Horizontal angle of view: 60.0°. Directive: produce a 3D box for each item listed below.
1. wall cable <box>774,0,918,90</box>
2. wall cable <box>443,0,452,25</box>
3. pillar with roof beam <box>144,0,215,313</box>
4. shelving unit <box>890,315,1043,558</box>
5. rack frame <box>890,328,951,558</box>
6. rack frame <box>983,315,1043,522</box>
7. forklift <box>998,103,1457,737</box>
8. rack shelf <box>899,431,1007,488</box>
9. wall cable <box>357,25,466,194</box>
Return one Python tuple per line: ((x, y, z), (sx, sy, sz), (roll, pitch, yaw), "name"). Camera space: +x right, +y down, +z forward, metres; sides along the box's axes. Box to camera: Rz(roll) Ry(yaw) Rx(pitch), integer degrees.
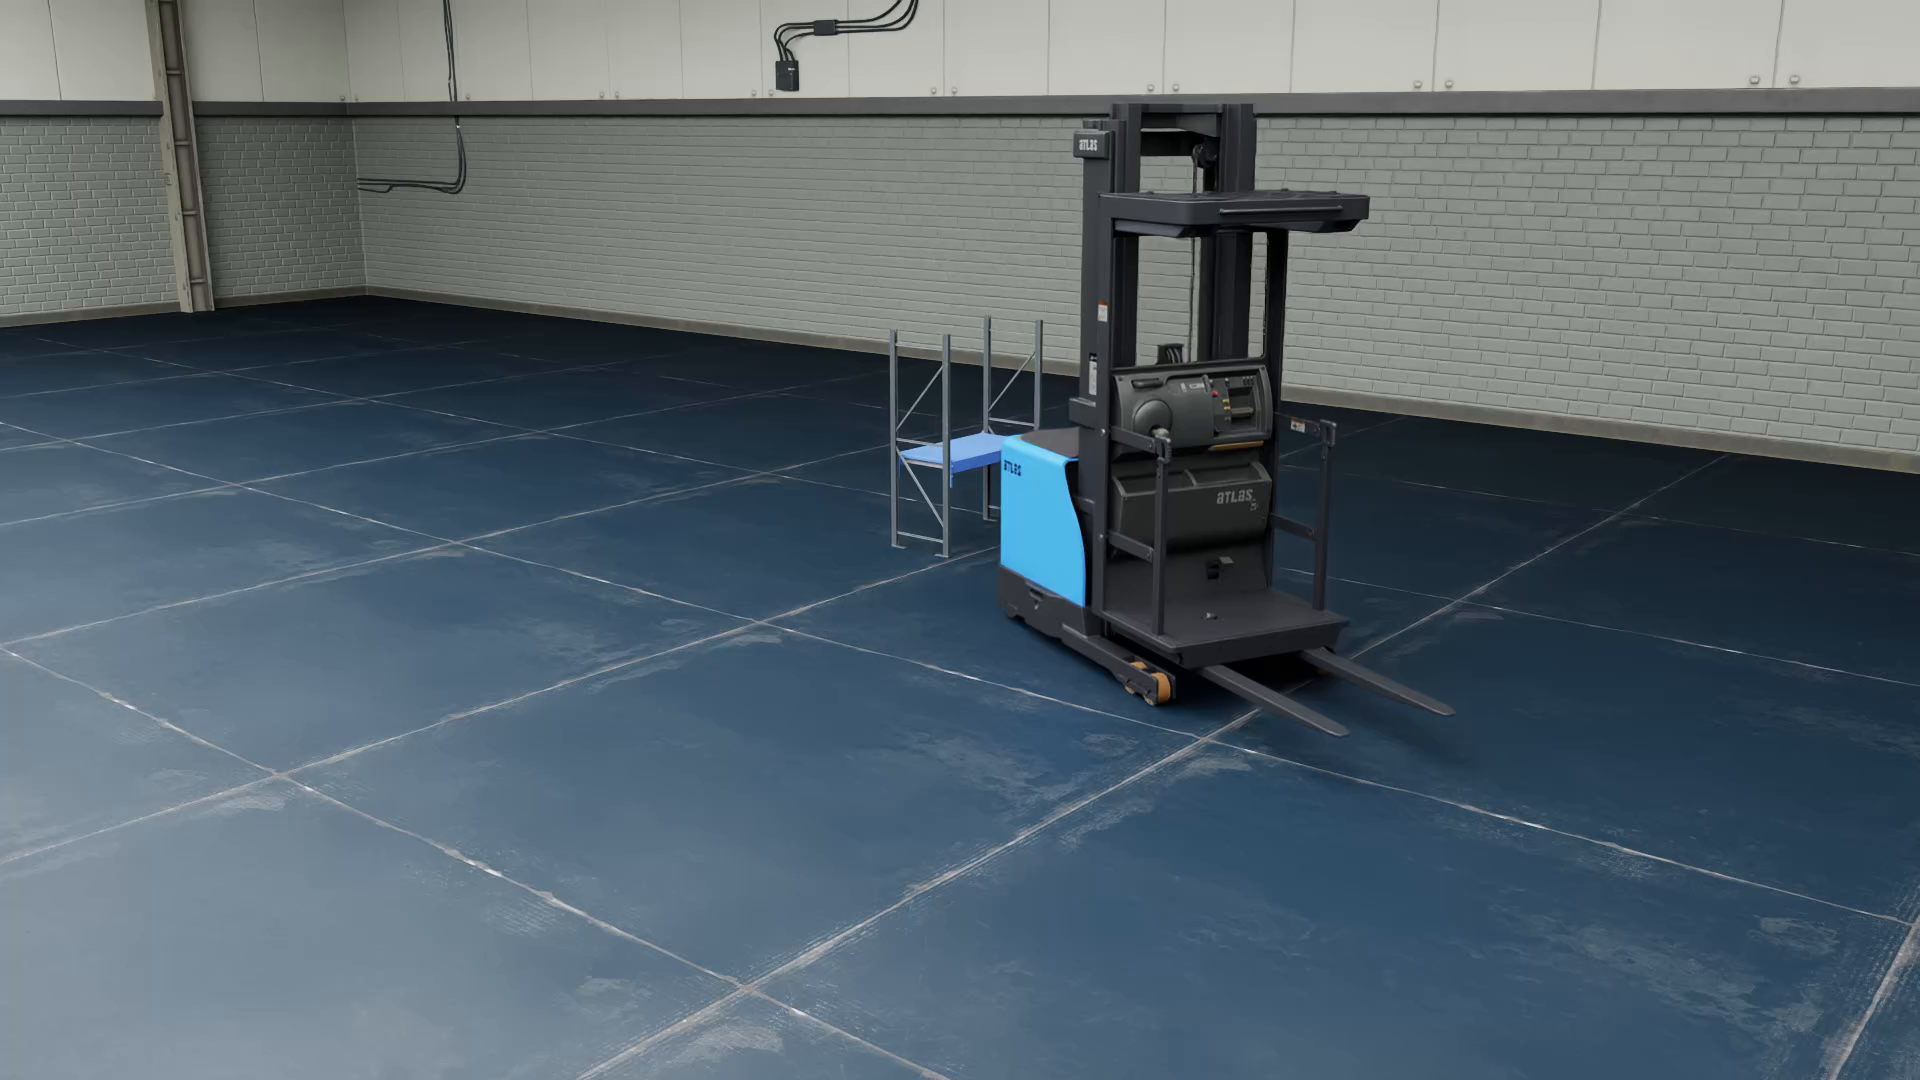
((-1.397, -8.400, 19.505), (2.305, 6.003, 0.169), (11, 18, 38), "wall cable")
((-6.667, -8.748, 23.831), (3.097, 2.526, 0.112), (11, 18, 38), "wall cable")
((-8.303, -7.198, 21.680), (9.100, 9.000, 0.400), (11, 18, 38), "pillar with roof beam")
((0.054, -0.743, 11.503), (0.538, 1.500, 1.048), (11, 18, 38), "shelving unit")
((-0.266, -0.646, 11.119), (0.500, 1.500, 0.032), (11, 18, 38), "rack frame")
((0.373, -0.841, 11.886), (0.500, 1.500, 0.032), (11, 18, 38), "rack frame")
((1.317, -0.712, 8.474), (1.130, 2.935, 3.031), (-7, 16, -25), "forklift")
((0.054, -0.569, 11.547), (0.538, 0.185, 1.000), (11, 18, 38), "rack shelf")
((-8.771, -6.719, 26.101), (3.097, 2.526, 0.112), (11, 18, 38), "wall cable")
